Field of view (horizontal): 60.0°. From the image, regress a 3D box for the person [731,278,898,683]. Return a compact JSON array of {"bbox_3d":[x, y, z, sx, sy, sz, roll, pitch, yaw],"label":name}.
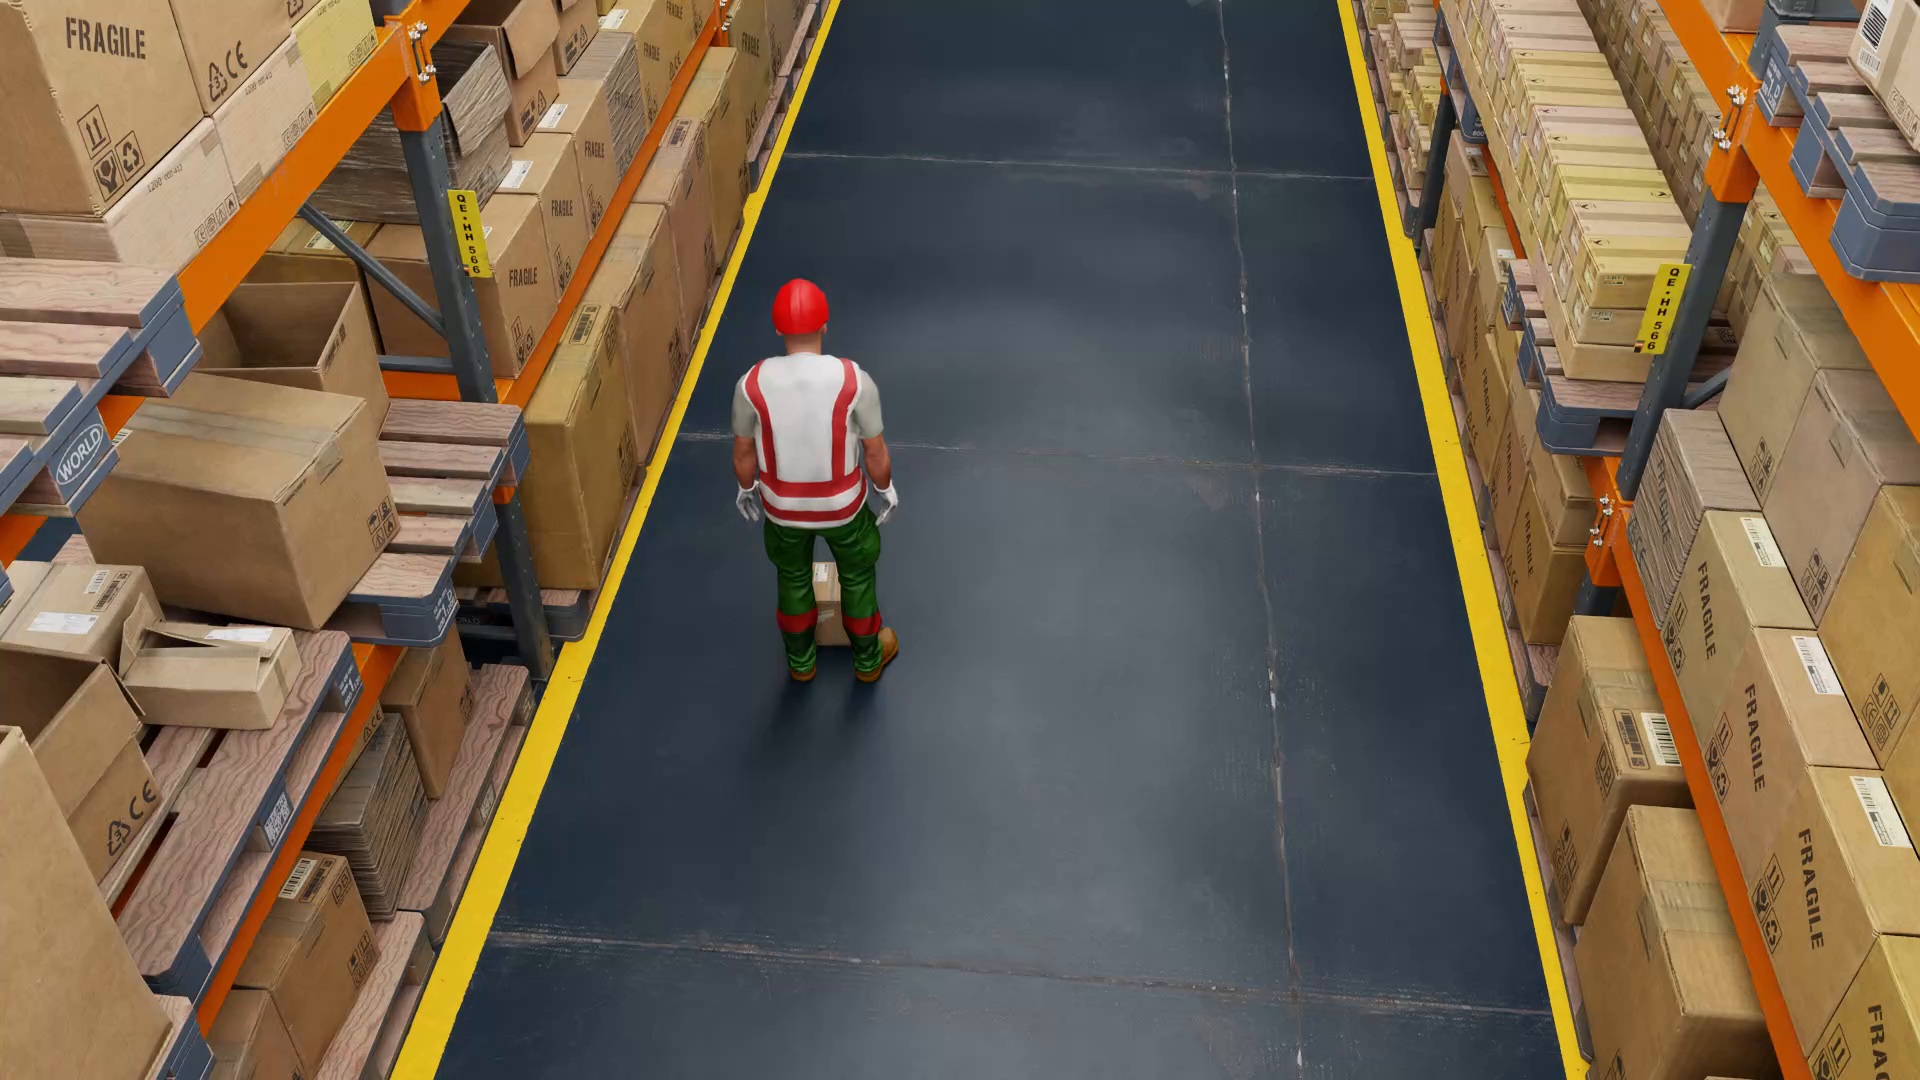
[{"bbox_3d":[-0.550,-0.176,6.356,0.623,1.780,0.450,2,40,2],"label":"person"}]
